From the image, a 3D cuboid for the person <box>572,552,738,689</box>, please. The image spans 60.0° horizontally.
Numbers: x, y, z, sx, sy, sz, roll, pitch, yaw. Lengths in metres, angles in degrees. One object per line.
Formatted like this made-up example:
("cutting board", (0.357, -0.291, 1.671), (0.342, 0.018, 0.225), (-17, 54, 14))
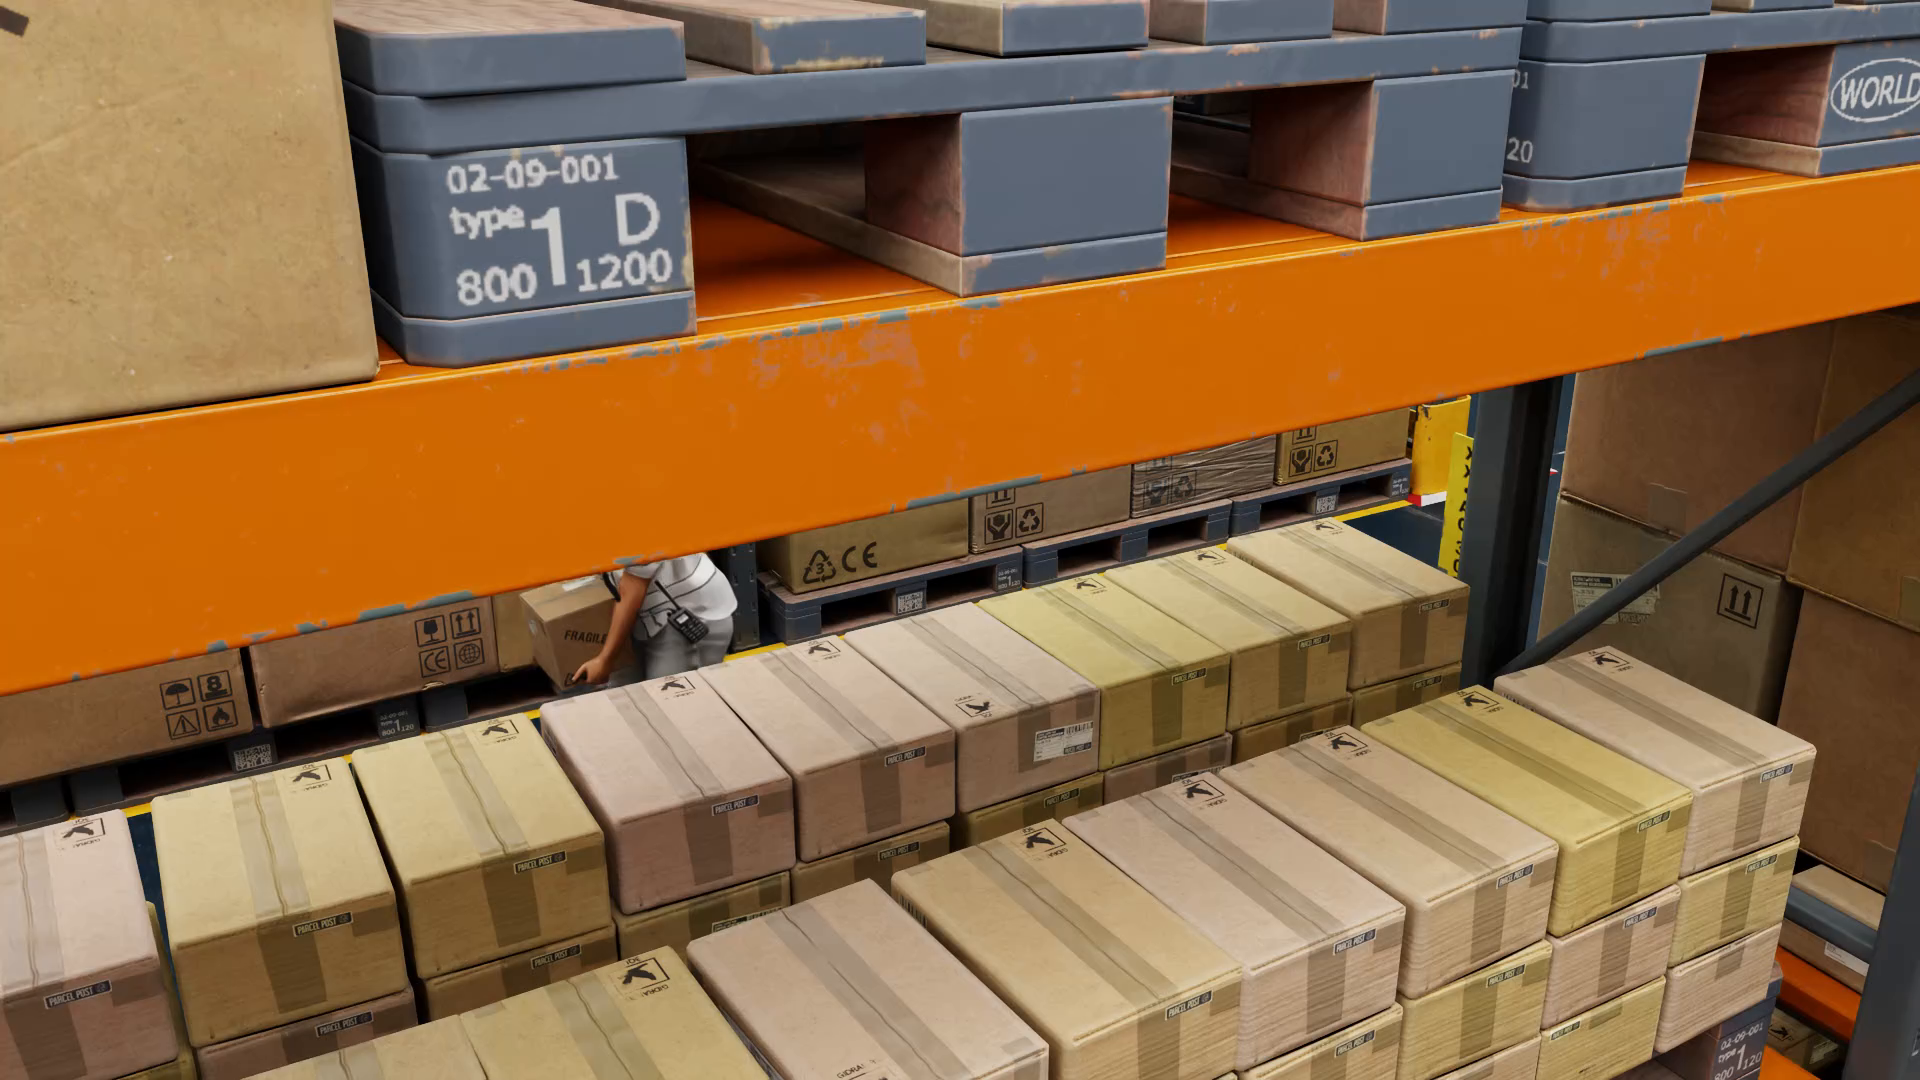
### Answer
("person", (-1.020, 0.303, 5.380), (0.581, 1.638, 0.452), (-13, 25, -29))
